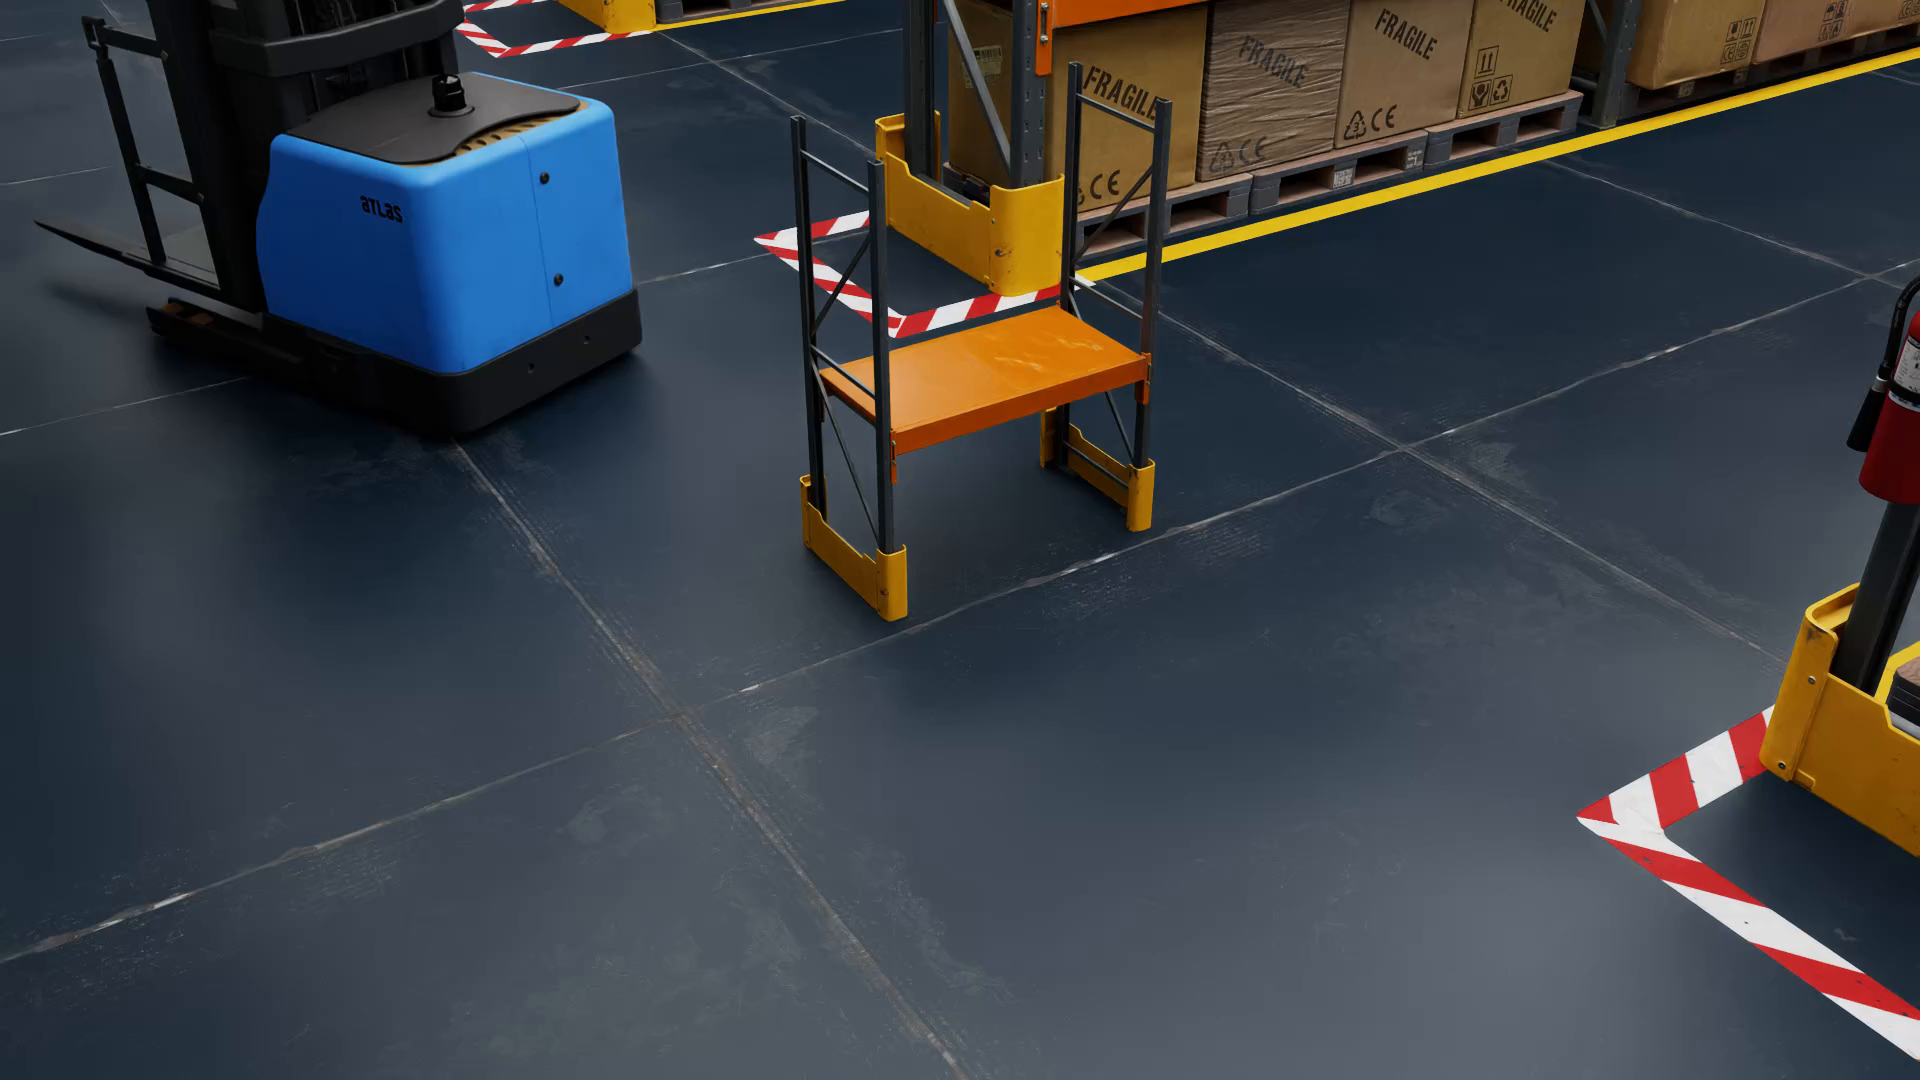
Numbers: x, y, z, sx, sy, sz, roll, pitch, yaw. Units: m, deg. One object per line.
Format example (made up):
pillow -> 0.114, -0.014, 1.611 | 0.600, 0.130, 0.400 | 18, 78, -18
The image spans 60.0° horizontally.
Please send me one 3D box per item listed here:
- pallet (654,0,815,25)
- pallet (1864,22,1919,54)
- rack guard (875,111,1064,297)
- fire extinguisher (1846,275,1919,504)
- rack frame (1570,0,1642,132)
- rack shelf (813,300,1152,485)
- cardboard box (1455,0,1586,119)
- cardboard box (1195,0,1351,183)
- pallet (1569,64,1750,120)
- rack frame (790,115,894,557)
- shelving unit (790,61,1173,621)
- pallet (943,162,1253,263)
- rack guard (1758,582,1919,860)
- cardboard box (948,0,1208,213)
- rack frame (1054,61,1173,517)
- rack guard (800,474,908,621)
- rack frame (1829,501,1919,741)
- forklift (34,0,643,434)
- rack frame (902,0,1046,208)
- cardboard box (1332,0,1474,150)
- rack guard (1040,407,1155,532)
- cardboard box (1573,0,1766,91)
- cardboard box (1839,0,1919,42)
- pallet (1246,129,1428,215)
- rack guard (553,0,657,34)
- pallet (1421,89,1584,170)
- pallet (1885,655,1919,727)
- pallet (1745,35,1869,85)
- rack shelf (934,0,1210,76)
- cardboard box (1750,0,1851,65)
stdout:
pallet -> -1.788, -3.981, 11.864 | 1.213, 0.211, 1.003 | -19, 37, -27
pallet -> 6.069, -3.605, 11.268 | 1.213, 0.211, 1.003 | -19, 37, -27
rack guard -> 0.028, -1.602, 7.821 | 0.348, 0.500, 1.175 | -19, 37, -27
fire extinguisher -> 2.359, -0.415, 4.019 | 0.183, 0.674, 0.296 | -19, 37, -27
rack frame -> 3.411, -3.823, 8.998 | 0.127, 3.000, 1.000 | -19, 37, -27
rack shelf -> 0.072, -0.507, 5.485 | 1.000, 0.185, 0.538 | -19, 37, -27
cardboard box -> 2.813, -2.947, 9.208 | 0.875, 0.875, 0.875 | -19, 37, -27
cardboard box -> 1.308, -2.429, 8.387 | 0.875, 0.875, 0.875 | -19, 37, -27
pallet -> 4.018, -2.900, 10.150 | 1.213, 0.211, 1.003 | -19, 37, -27
rack frame -> -0.356, -0.512, 5.156 | 0.032, 1.500, 0.500 | -19, 37, -27
shelving unit -> 0.064, -0.656, 5.385 | 1.083, 1.500, 0.587 | -19, 37, -27
pallet -> 0.678, -1.753, 8.331 | 1.213, 0.211, 1.003 | -19, 37, -27
rack guard -> 2.719, 0.625, 4.291 | 0.348, 0.500, 1.175 | -19, 37, -27
cardboard box -> 0.543, -2.166, 7.970 | 0.875, 0.875, 0.875 | -19, 37, -27
rack frame -> 0.499, -0.806, 5.622 | 0.032, 1.500, 0.500 | -19, 37, -27
rack guard -> -0.354, 0.016, 5.490 | 0.087, 0.250, 0.587 | -19, 37, -27
rack frame -> 2.732, -0.445, 3.644 | 0.127, 3.000, 1.000 | -19, 37, -27
forklift -> -2.836, -2.238, 6.550 | 3.031, 2.935, 1.130 | 19, 37, 28
rack frame -> 0.049, -2.666, 7.165 | 0.127, 3.000, 1.000 | -19, 37, -27
cardboard box -> 2.056, -2.687, 8.795 | 0.875, 0.875, 0.875 | -19, 37, -27
rack guard -> 0.483, -0.272, 5.946 | 0.087, 0.250, 0.587 | -19, 37, -27
cardboard box -> 3.938, -3.296, 9.761 | 0.875, 0.875, 1.225 | -19, 37, -27
cardboard box -> 5.428, -3.814, 10.582 | 0.875, 0.875, 1.225 | -19, 37, -27
pallet -> 1.703, -2.104, 8.887 | 1.213, 0.211, 1.003 | -19, 37, -27
rack guard -> -2.490, -3.885, 11.439 | 0.348, 0.500, 1.175 | -19, 37, -27
pallet -> 2.729, -2.459, 9.450 | 1.213, 0.211, 1.003 | -19, 37, -27
pallet -> 3.446, 0.513, 4.739 | 1.213, 0.211, 1.003 | -19, 37, -27
pallet -> 5.045, -3.255, 10.712 | 1.213, 0.211, 1.003 | -19, 37, -27
rack shelf -> 1.730, -2.940, 8.274 | 4.000, 0.370, 1.077 | -19, 37, -27
cardboard box -> 4.688, -3.554, 10.171 | 0.875, 0.875, 1.225 | -20, 38, -29
